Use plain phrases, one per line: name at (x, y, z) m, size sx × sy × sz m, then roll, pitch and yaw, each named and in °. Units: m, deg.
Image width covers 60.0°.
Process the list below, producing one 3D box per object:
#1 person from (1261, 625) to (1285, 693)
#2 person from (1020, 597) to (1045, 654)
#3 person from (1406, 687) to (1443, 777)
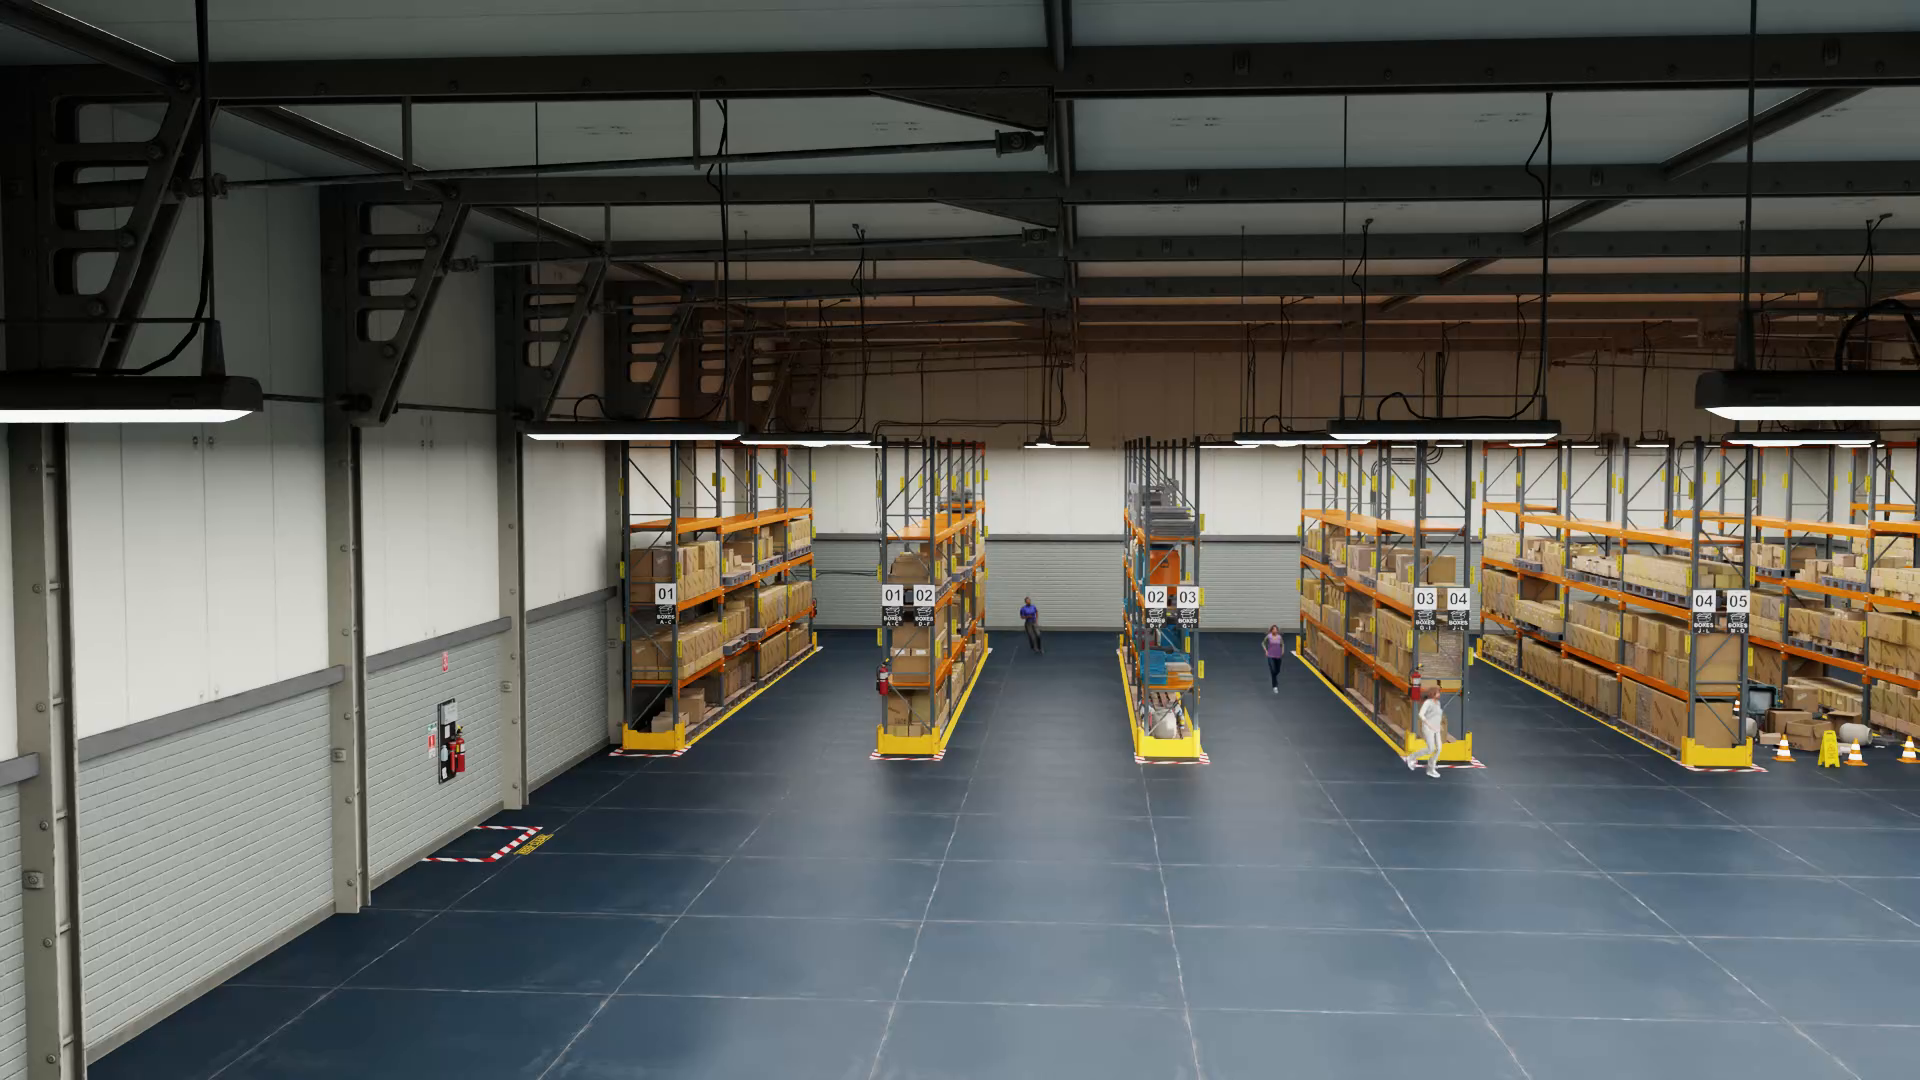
person at (7.498, 2.819, 39.783) m, size 0.541 × 1.590 × 0.768 m, roll 0°, pitch 3°, yaw 0°
person at (2.027, 2.425, 47.028) m, size 0.701 × 1.629 × 0.658 m, roll -1°, pitch 3°, yaw -13°
person at (8.311, 3.375, 29.467) m, size 0.617 × 1.565 × 0.603 m, roll 3°, pitch 4°, yaw 42°
